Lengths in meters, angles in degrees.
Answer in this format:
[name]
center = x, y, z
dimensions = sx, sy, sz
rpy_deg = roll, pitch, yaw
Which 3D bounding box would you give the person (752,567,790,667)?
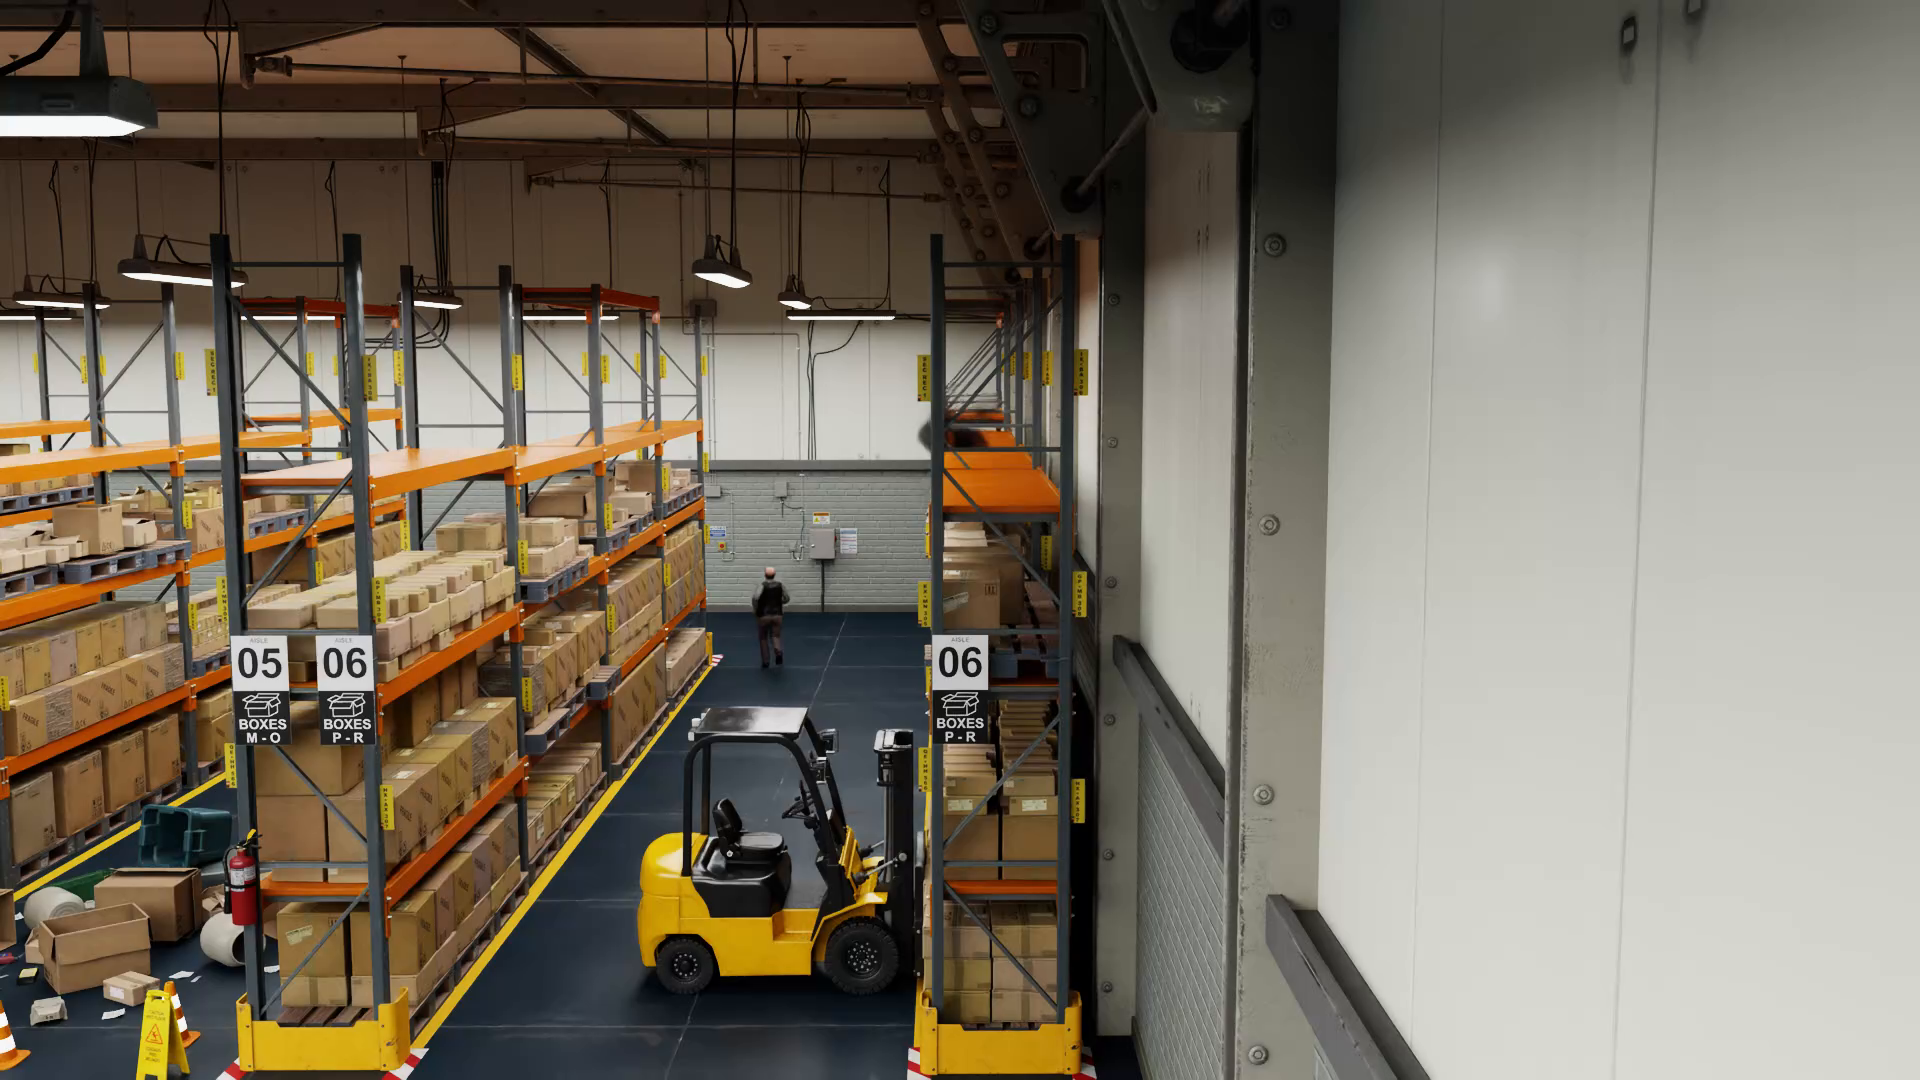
[person]
center = -3.128, 1.306, 27.415
dimensions = 0.690, 1.743, 0.871
rpy_deg = -3, 7, -23
